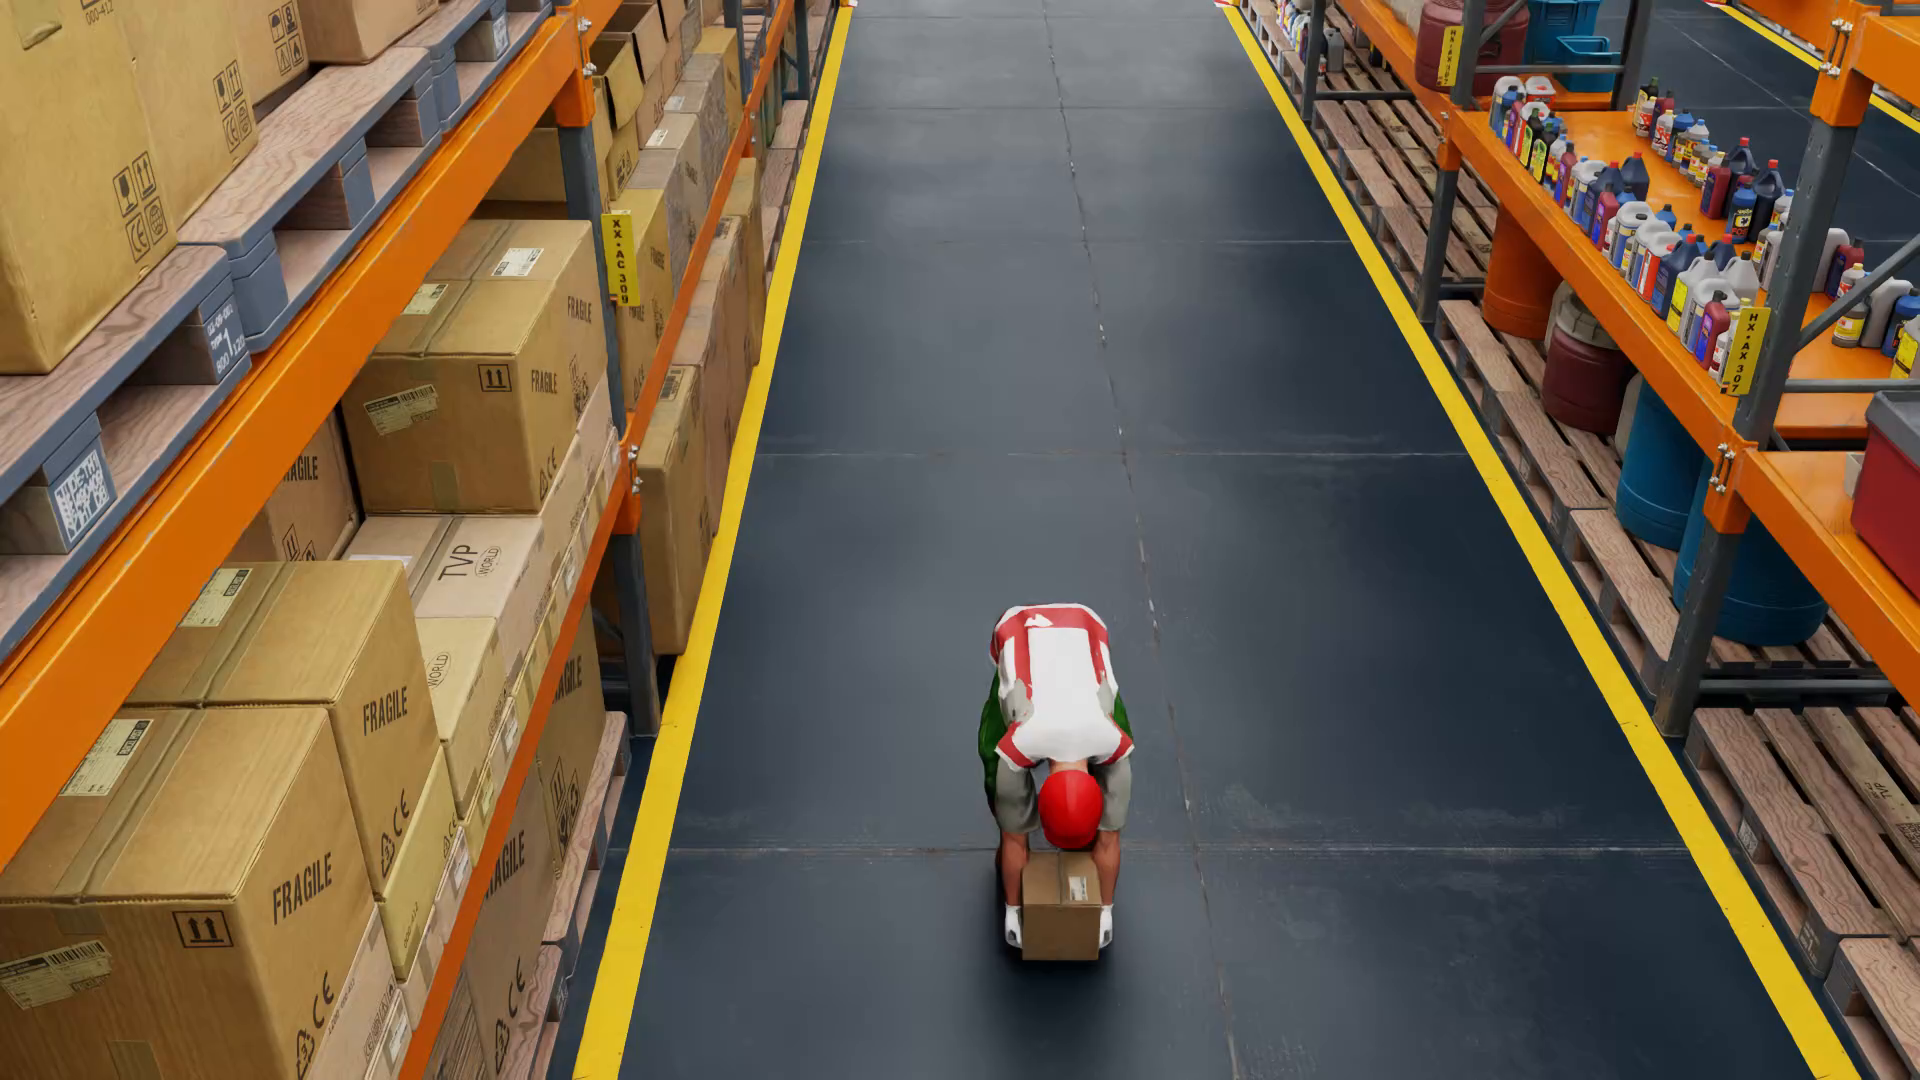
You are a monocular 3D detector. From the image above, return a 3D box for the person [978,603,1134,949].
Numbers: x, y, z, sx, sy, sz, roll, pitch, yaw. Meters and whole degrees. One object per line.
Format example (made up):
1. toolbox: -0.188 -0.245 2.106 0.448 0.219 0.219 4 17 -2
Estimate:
1. person: 0.331 0.794 5.573 0.530 0.983 0.948 -2 31 -3
